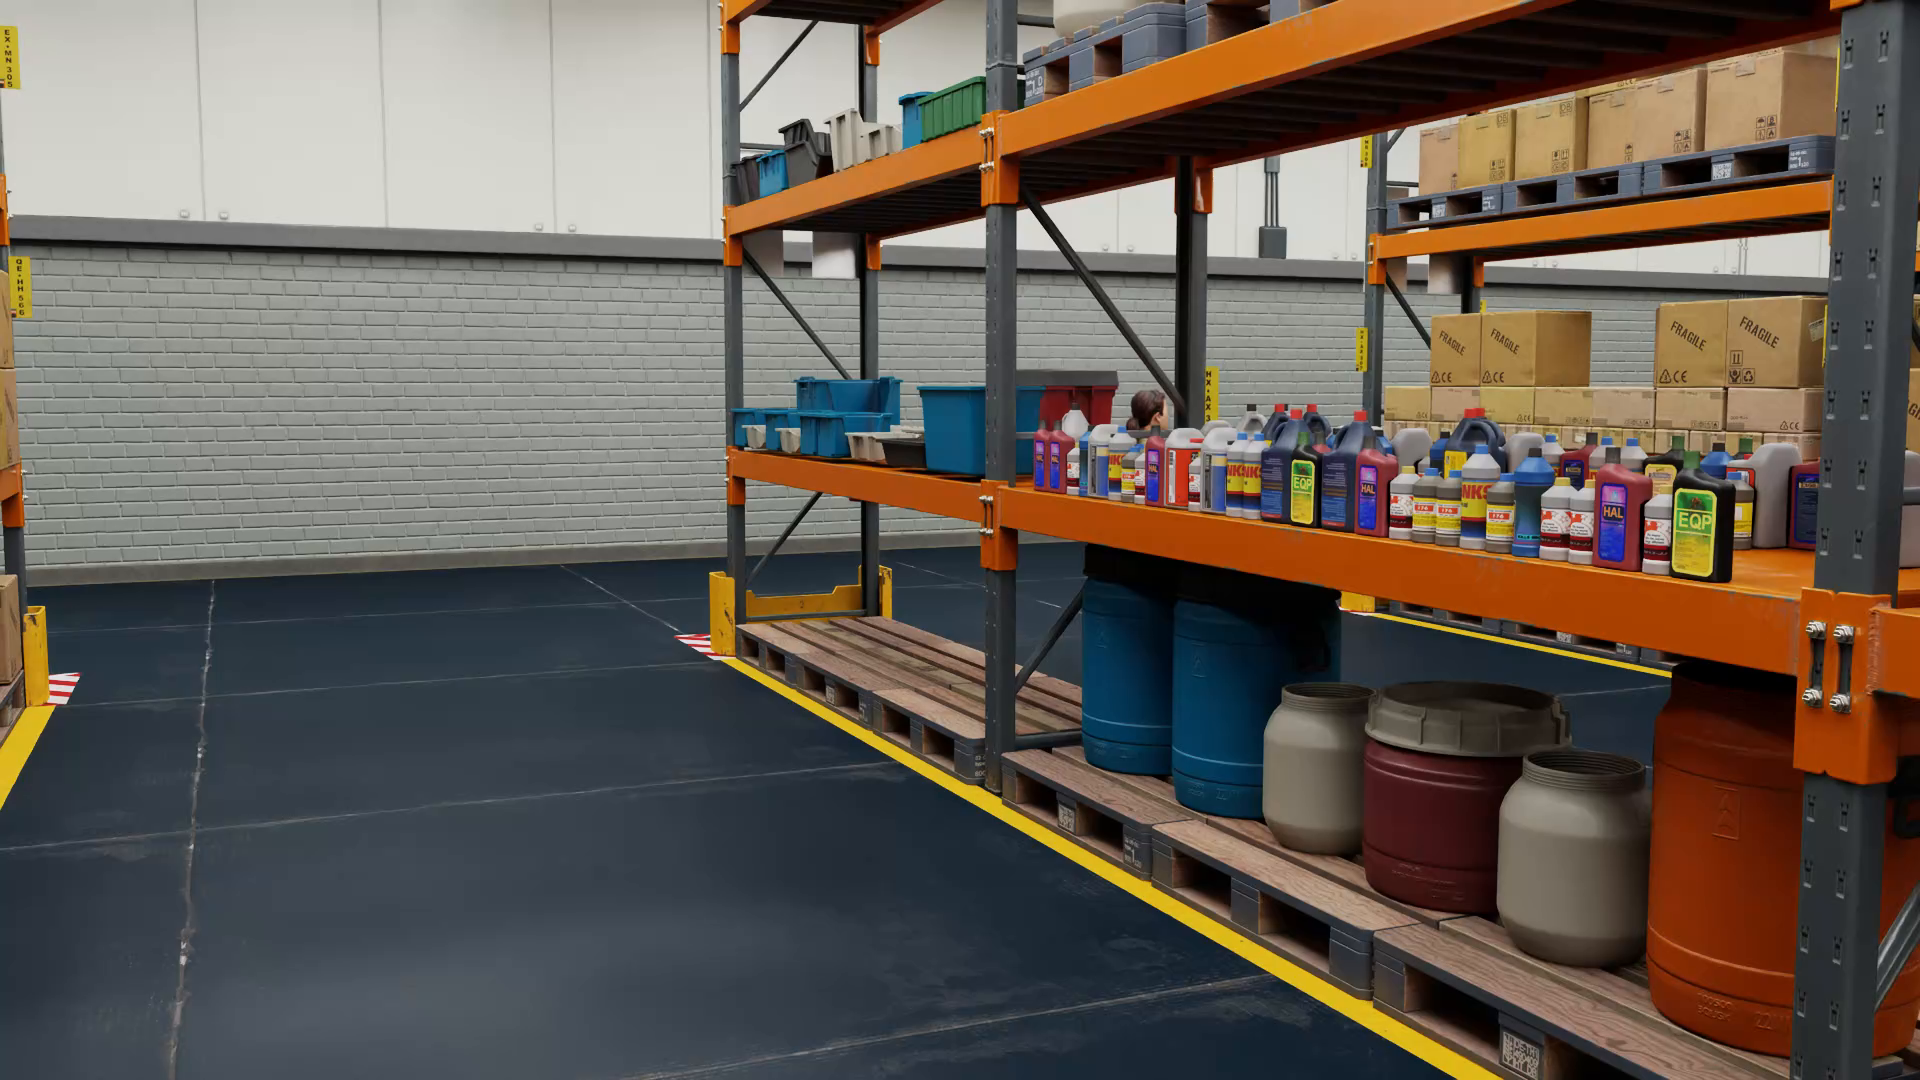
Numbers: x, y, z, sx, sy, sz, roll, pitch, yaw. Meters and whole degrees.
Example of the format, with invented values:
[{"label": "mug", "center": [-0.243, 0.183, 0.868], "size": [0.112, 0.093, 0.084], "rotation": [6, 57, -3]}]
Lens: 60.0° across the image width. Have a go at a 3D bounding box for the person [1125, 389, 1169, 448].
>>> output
[{"label": "person", "center": [1.117, 0.012, 9.183], "size": [0.469, 1.683, 0.502], "rotation": [-2, 6, -16]}]
